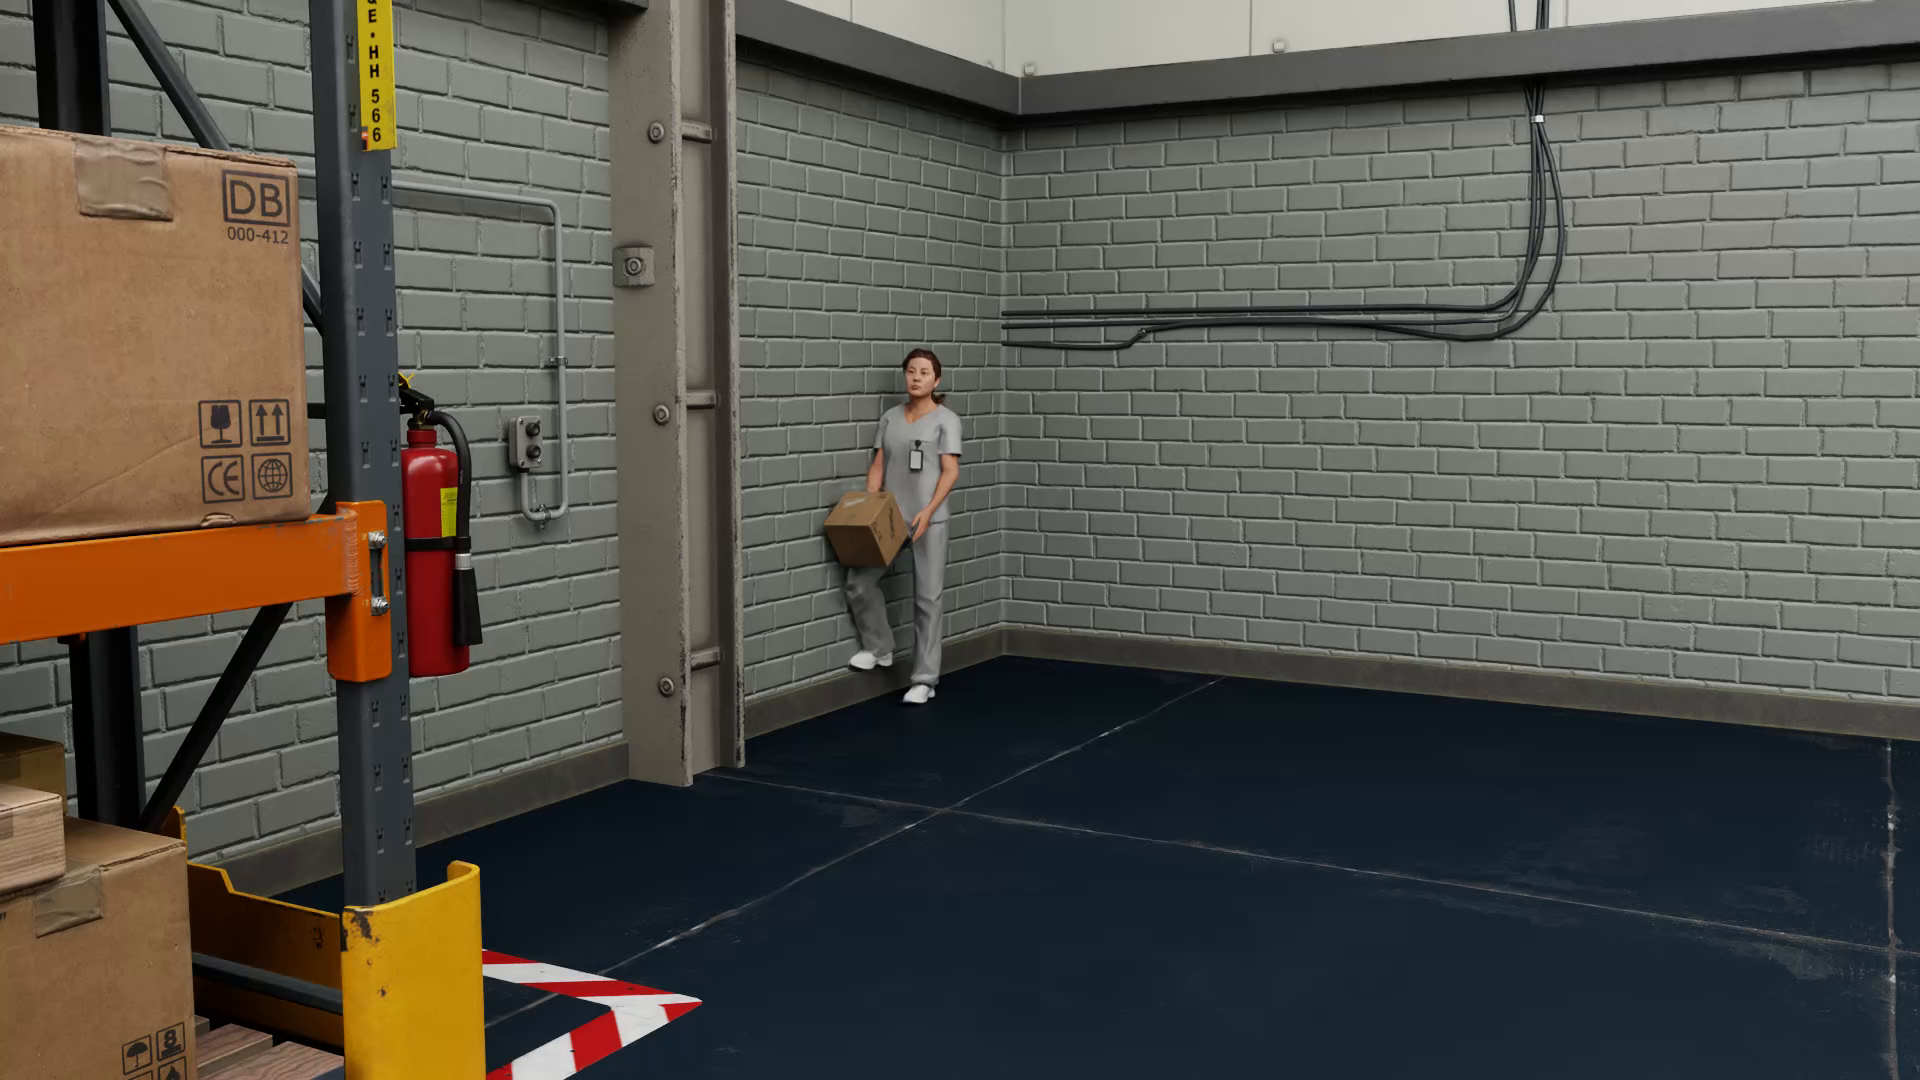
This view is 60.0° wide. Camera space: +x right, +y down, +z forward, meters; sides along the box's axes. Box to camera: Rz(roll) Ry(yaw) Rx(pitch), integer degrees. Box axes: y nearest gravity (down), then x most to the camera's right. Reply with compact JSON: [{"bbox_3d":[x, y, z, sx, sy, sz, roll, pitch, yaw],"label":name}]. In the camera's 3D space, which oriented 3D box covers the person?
[{"bbox_3d":[-0.248,-0.068,7.907,0.485,1.679,0.518,3,7,24],"label":"person"}]
